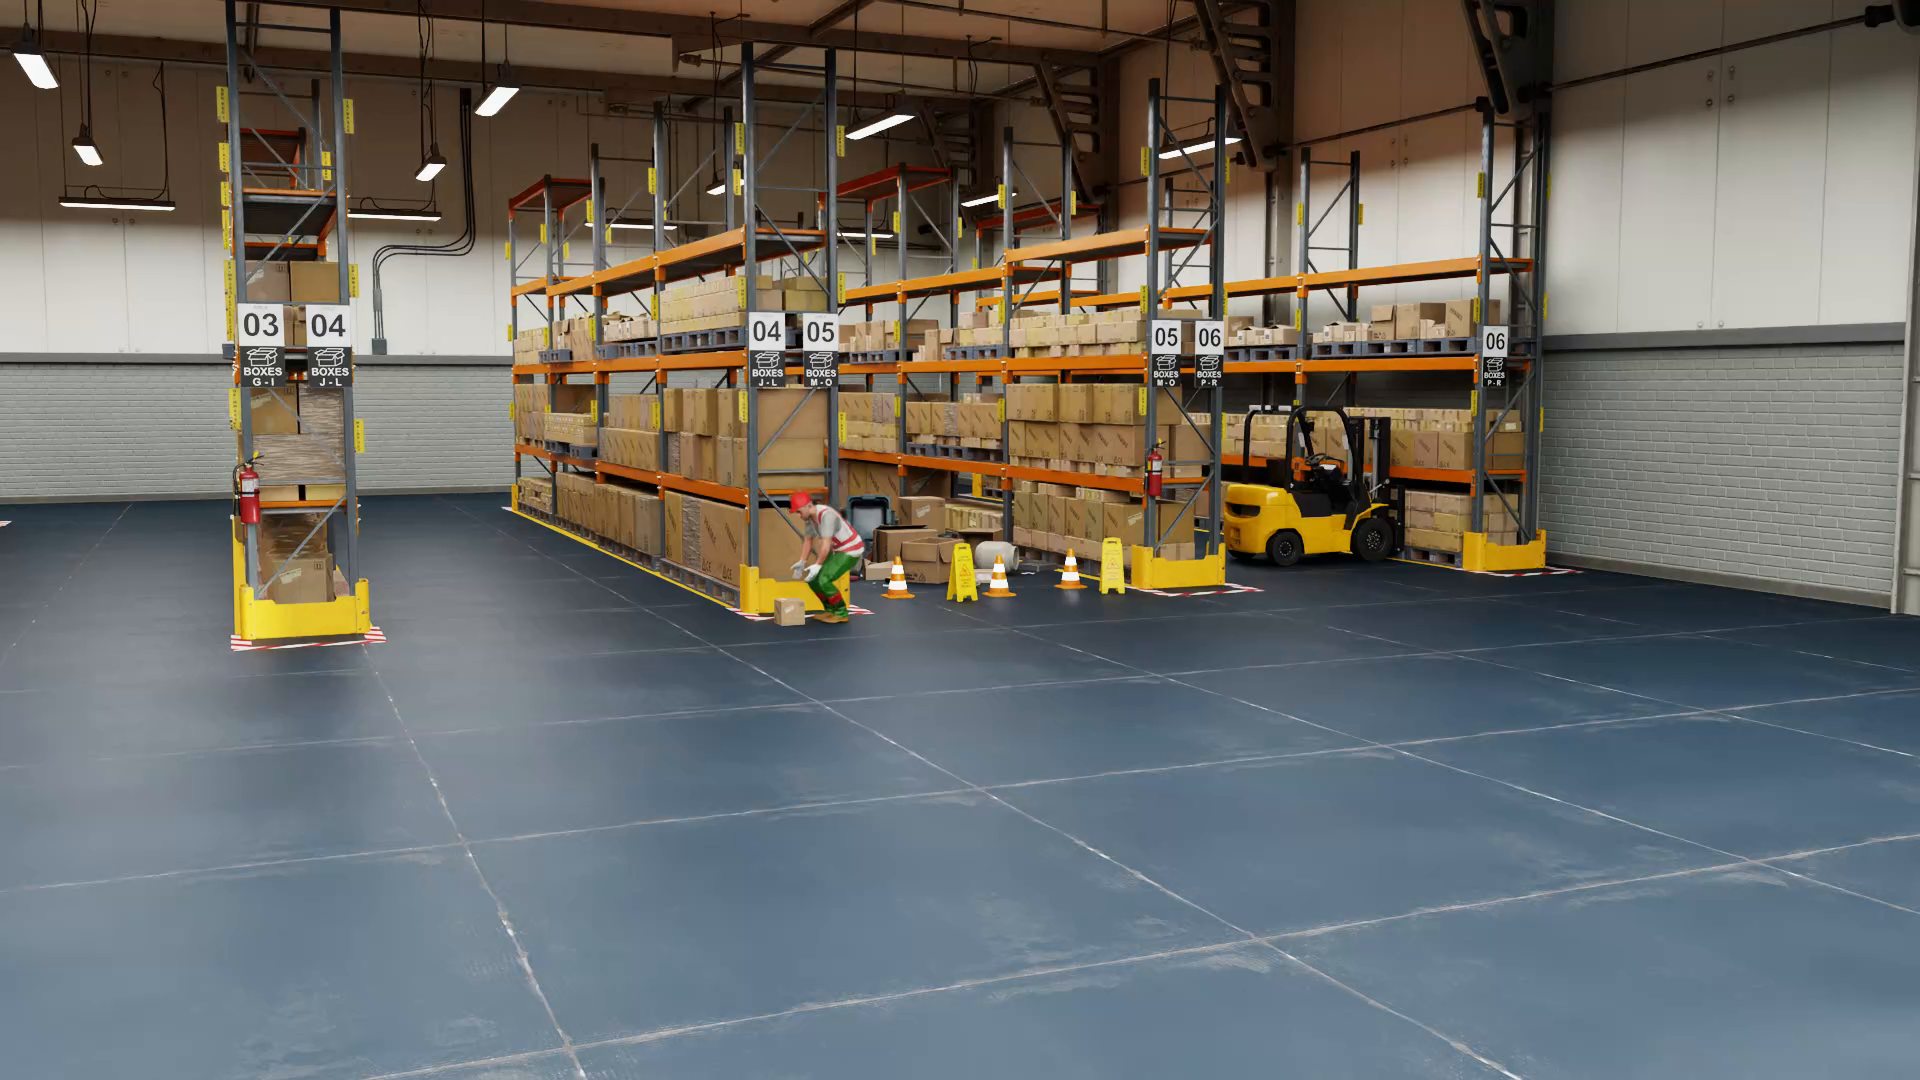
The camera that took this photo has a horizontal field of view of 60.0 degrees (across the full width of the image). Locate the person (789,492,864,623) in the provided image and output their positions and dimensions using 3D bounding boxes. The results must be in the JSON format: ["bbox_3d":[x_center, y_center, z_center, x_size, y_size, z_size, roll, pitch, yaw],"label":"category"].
[{"bbox_3d":[-1.370,0.174,17.065,0.795,1.351,0.584,-2,6,-24],"label":"person"}]
